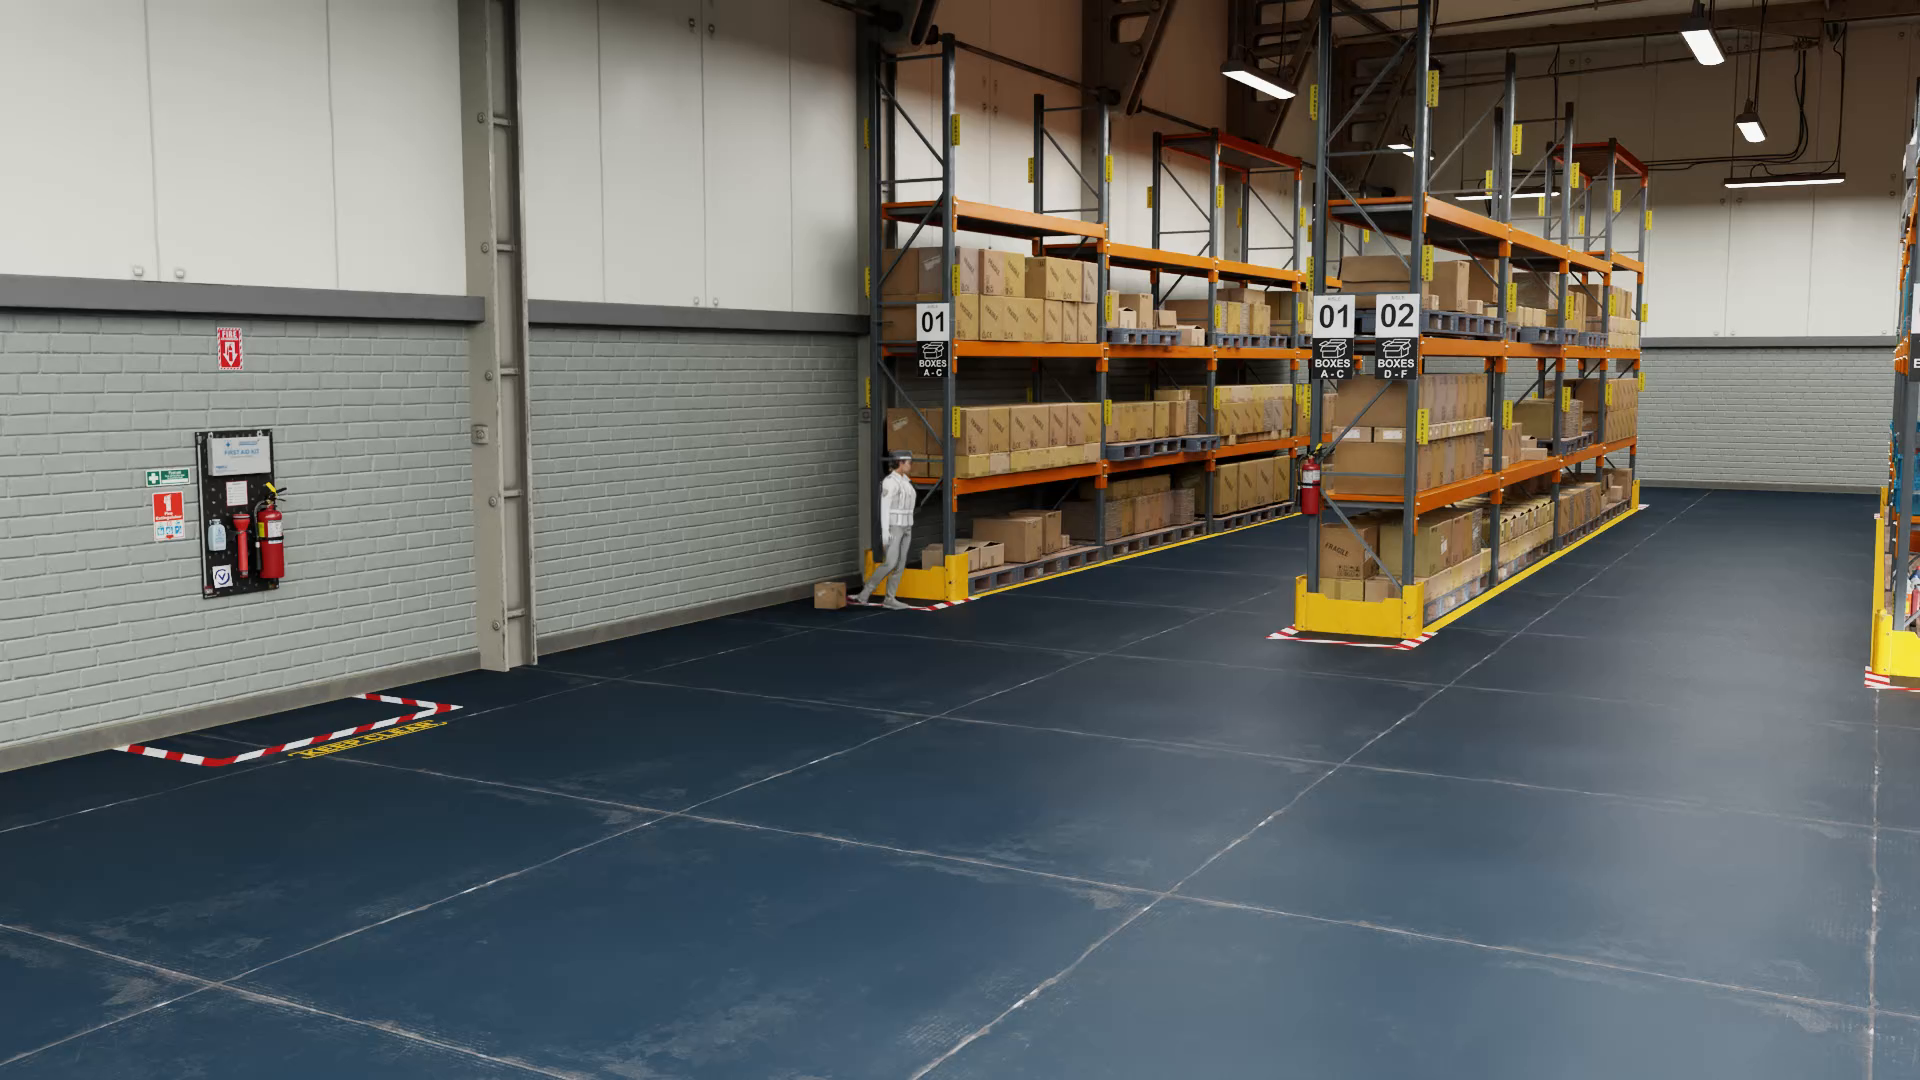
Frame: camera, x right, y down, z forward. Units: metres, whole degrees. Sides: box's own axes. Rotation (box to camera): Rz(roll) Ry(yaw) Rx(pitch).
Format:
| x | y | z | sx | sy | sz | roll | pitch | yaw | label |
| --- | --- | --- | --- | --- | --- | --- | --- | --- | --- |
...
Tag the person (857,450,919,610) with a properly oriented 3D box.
| x | y | z | sx | sy | sz | roll | pitch | yaw | label |
| --- | --- | --- | --- | --- | --- | --- | --- | --- | --- |
| -0.743 | -0.102 | 17.226 | 0.488 | 1.662 | 0.652 | 3 | 7 | 30 | person |
